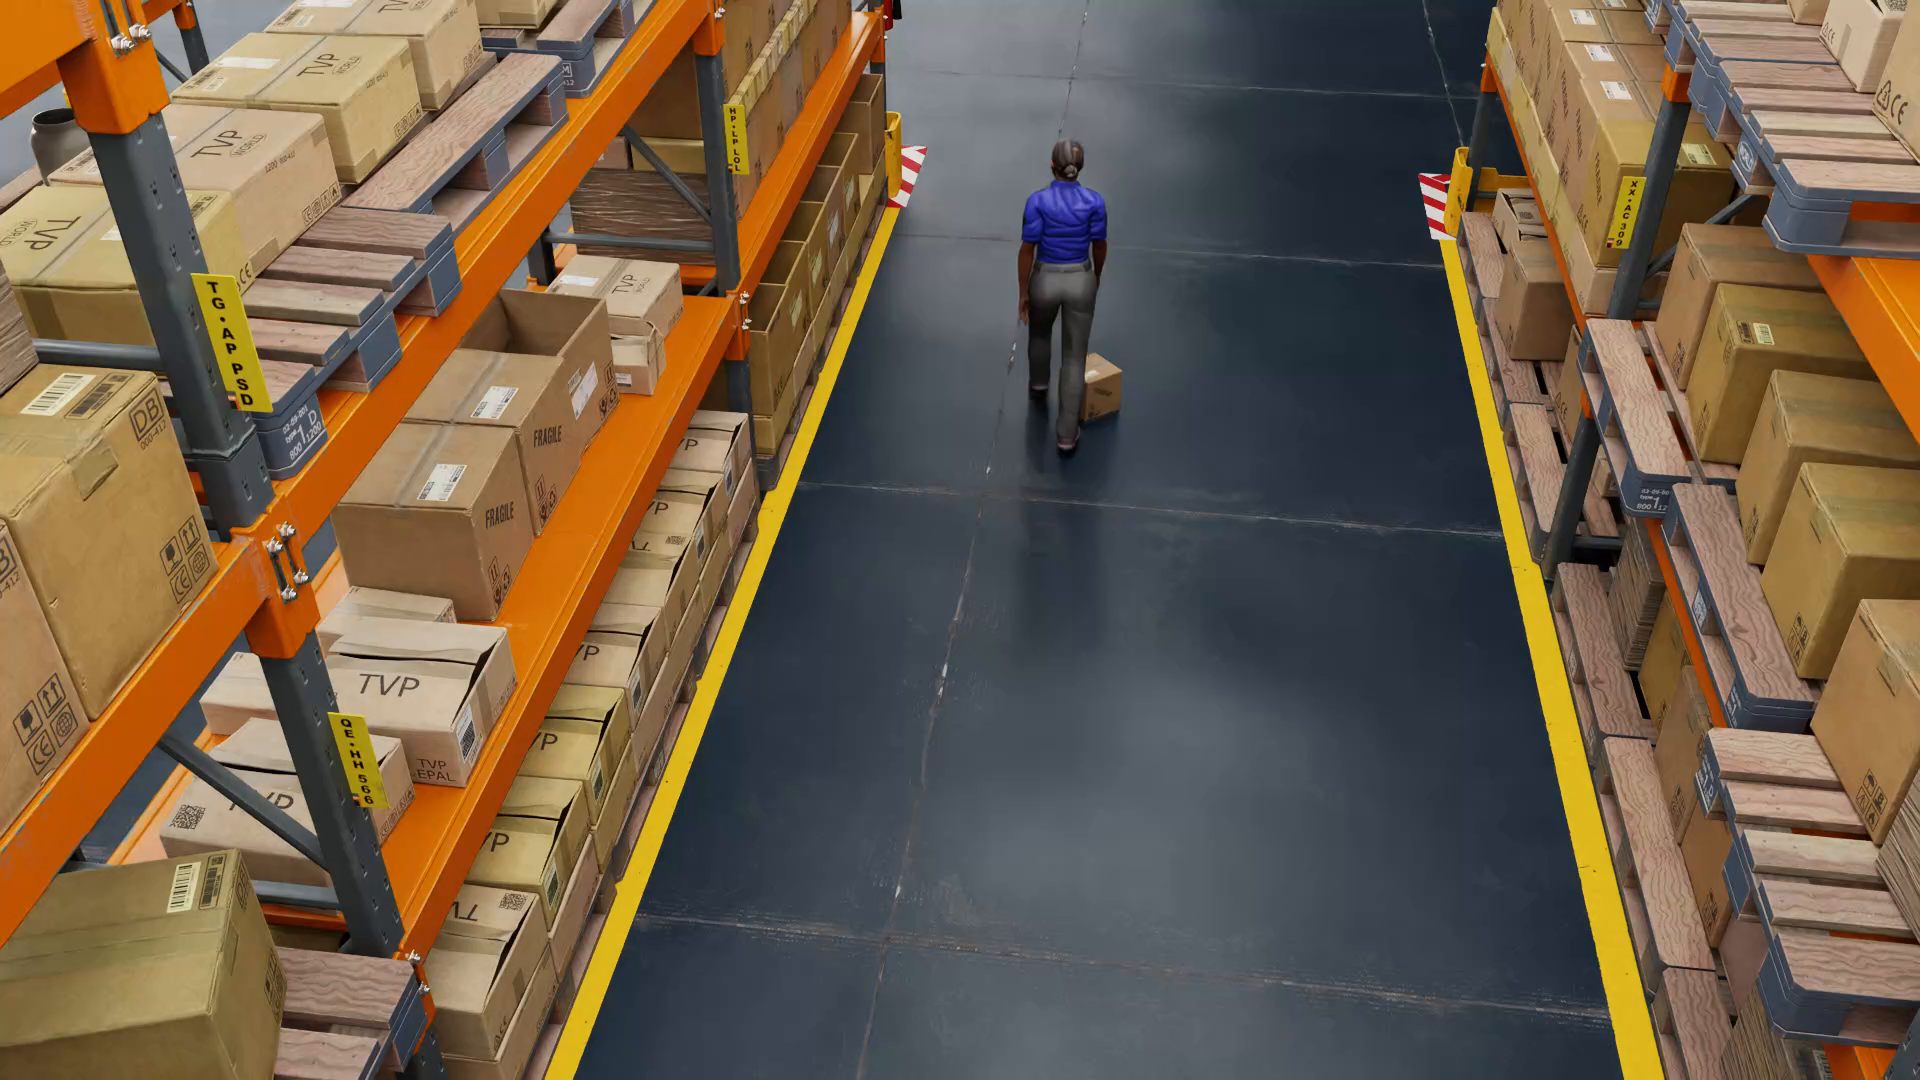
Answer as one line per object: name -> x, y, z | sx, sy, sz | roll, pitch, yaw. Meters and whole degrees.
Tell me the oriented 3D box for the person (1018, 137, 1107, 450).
person -> 0.542, -1.352, 8.900 | 0.468, 1.652, 0.908 | 2, 36, 3
